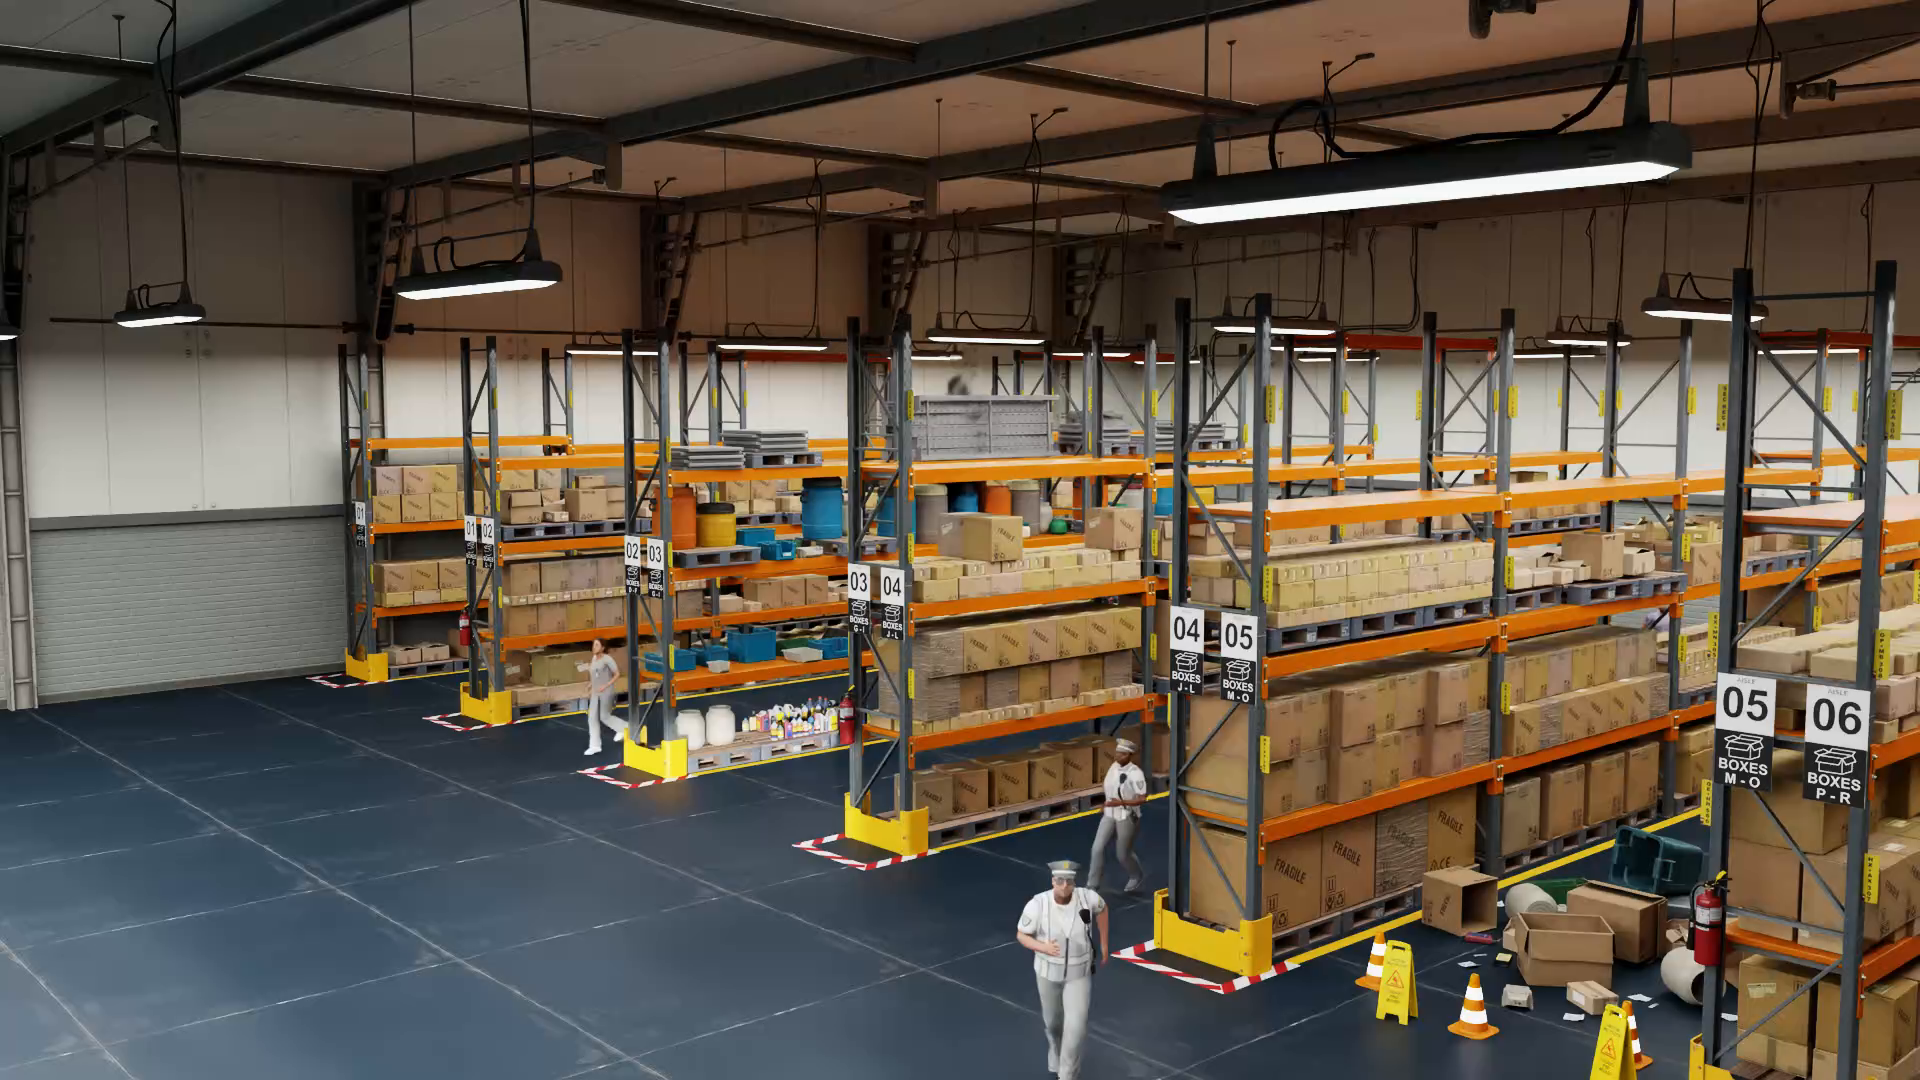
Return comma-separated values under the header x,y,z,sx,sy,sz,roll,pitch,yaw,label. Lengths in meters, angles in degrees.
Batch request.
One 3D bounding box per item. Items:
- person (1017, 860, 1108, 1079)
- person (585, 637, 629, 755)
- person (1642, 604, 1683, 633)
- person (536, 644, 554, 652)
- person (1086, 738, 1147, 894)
x,y,z,sx,sy,sz,roll,pitch,yaw,label
0.759,3.200,12.256,0.688,1.833,0.934,0,5,0,person
-5.049,2.201,23.781,0.568,1.661,0.835,3,6,33,person
12.178,1.807,28.748,0.660,1.635,0.623,0,5,4,person
-7.040,1.735,28.723,0.649,1.733,0.632,4,7,41,person
1.646,2.828,16.841,0.851,1.697,0.597,-5,7,-42,person
